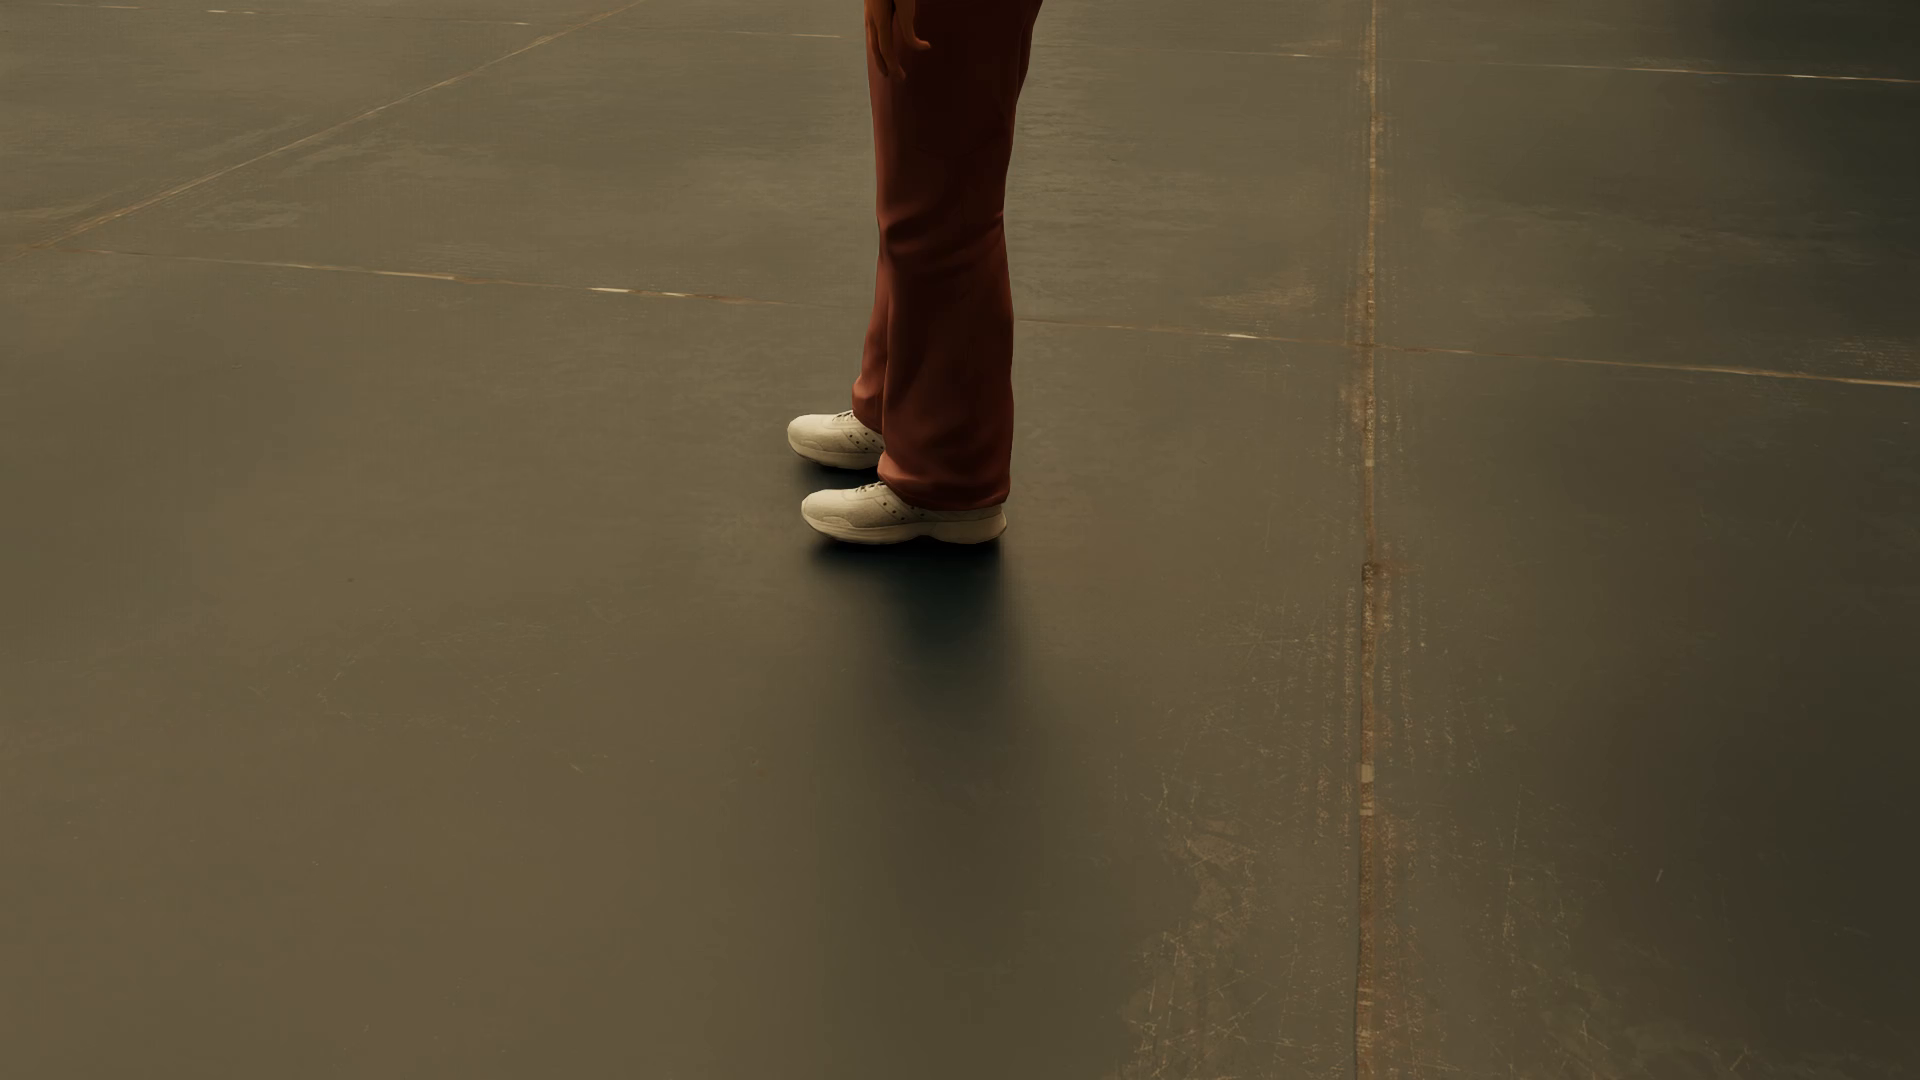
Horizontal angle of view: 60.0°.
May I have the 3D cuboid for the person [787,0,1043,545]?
[{"bbox_3d":[-0.070,-0.767,2.144,0.548,1.673,0.553,6,27,11],"label":"person"}]
